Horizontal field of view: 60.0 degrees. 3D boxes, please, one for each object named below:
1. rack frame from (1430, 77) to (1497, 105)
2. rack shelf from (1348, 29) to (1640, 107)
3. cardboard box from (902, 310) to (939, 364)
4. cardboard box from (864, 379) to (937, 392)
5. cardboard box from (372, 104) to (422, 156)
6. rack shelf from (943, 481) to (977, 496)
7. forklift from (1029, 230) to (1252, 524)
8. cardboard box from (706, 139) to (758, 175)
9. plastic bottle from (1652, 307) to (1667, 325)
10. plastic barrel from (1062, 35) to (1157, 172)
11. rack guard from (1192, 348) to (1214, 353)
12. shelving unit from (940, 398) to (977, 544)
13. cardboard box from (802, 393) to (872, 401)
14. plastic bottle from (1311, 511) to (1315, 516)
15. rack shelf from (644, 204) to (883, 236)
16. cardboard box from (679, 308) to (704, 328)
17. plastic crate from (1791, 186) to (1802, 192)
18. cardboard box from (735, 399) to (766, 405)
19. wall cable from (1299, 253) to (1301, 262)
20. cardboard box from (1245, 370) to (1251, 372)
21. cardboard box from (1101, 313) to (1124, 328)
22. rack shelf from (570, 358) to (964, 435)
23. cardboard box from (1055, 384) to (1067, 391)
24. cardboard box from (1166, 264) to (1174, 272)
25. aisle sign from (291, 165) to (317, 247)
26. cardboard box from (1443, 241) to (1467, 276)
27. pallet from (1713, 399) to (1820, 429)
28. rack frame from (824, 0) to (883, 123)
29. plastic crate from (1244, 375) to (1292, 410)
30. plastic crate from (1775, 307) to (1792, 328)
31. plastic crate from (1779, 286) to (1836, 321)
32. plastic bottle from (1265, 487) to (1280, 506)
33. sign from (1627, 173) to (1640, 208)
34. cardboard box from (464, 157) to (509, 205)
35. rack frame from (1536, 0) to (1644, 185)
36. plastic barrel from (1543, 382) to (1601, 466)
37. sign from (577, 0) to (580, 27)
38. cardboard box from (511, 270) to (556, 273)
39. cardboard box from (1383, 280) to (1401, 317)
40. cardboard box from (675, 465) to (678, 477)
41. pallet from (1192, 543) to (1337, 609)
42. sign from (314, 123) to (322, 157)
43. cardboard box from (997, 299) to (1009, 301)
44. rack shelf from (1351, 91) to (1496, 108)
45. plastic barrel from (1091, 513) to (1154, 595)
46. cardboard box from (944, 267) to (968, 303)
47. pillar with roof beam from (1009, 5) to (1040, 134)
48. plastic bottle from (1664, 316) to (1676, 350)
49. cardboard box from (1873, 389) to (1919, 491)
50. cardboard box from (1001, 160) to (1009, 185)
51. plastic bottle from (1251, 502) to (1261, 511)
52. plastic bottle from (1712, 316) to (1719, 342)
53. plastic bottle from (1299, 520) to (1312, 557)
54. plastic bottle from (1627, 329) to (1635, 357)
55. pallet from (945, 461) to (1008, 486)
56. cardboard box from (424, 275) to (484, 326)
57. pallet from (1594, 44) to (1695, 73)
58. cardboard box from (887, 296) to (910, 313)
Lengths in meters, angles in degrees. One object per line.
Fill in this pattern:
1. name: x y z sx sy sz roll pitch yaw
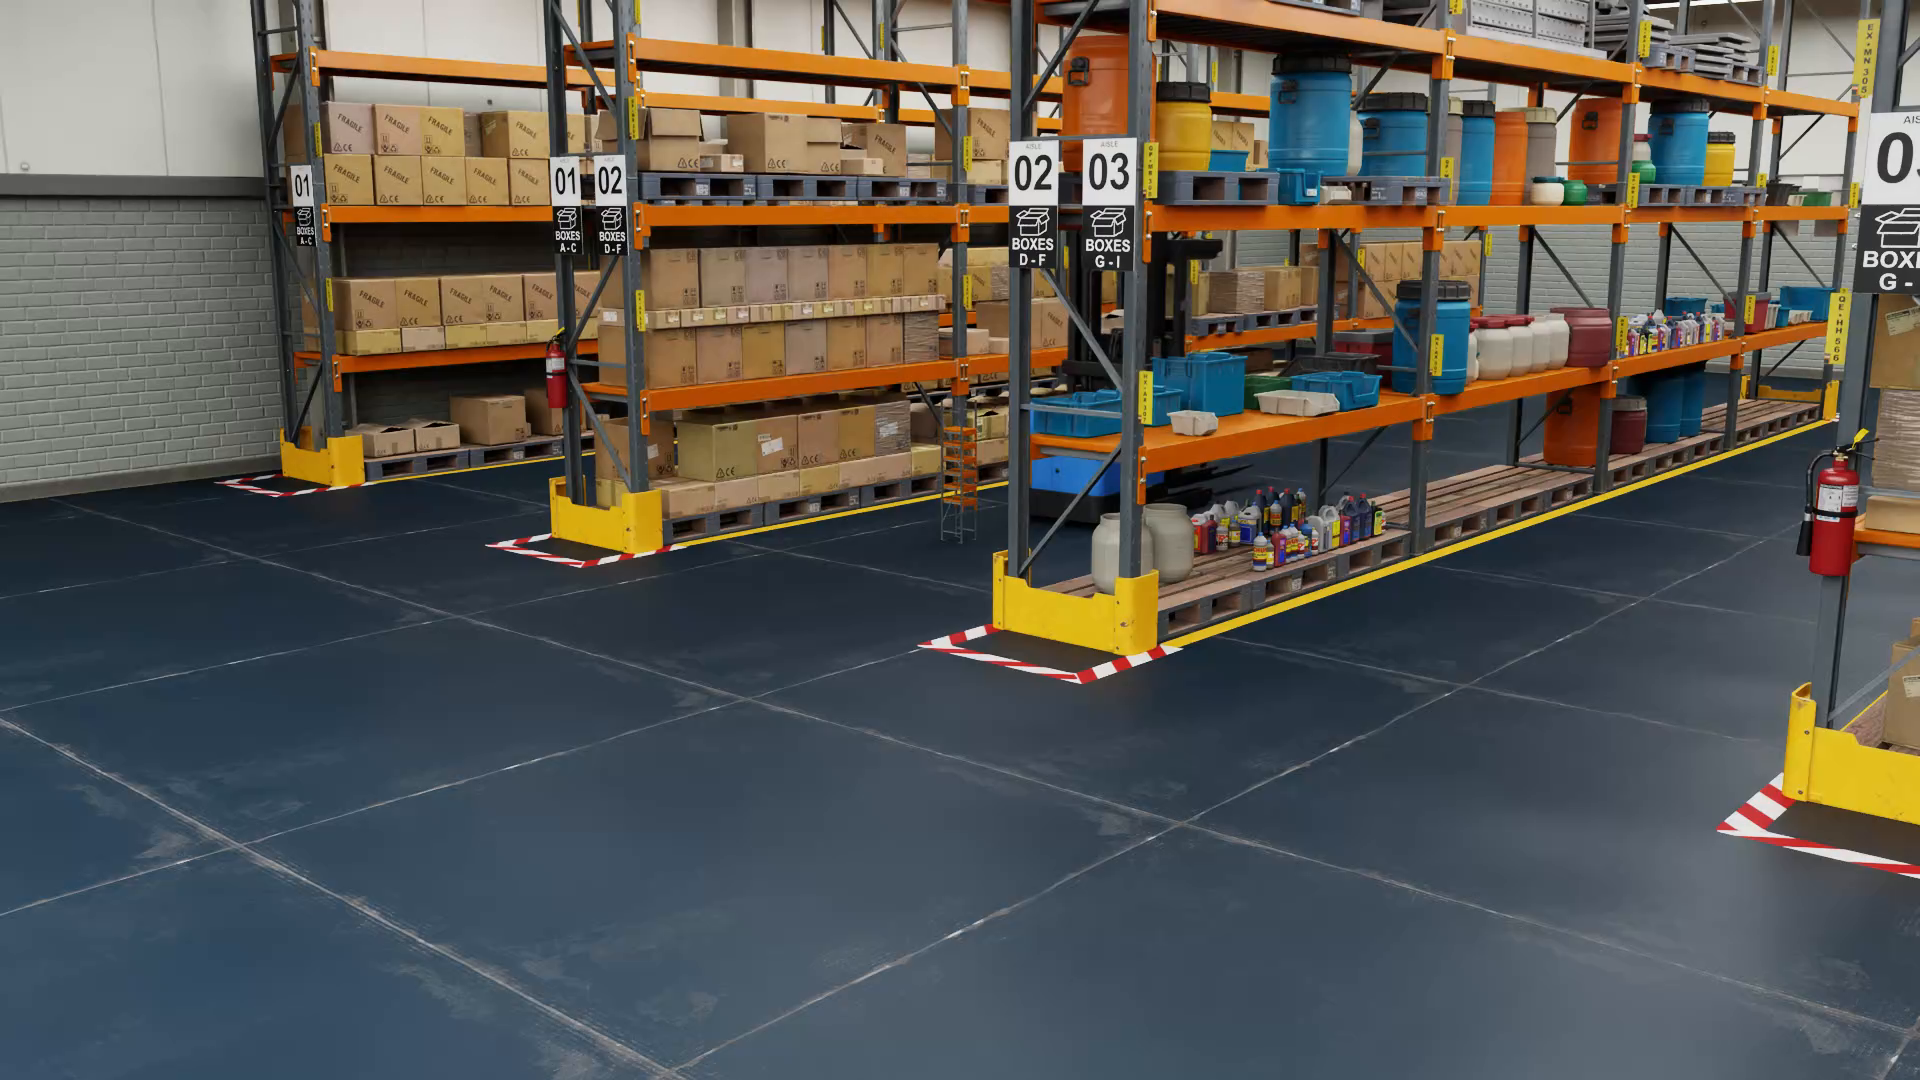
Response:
1. rack frame: 7.577 -6.752 25.042 1.000 3.000 0.127 10 15 40
2. rack shelf: 4.694 -4.091 14.576 1.077 0.370 4.000 10 15 40
3. cardboard box: -0.633 -2.028 16.450 0.700 0.500 0.500 9 15 39
4. cardboard box: -0.844 -2.516 23.567 0.750 0.750 0.750 10 15 40
5. cardboard box: -5.903 -4.209 17.108 0.500 0.500 0.500 10 15 40
6. rack shelf: -0.010 -0.425 14.115 0.258 0.103 0.180 10 15 40
7. forklift: 1.764 -1.797 15.724 1.130 2.935 3.031 9 14 38
8. cardboard box: -2.056 -3.443 14.933 0.500 0.311 0.500 -10 15 -41
9. plastic bottle: 8.152 -2.541 19.400 0.144 0.351 0.185 10 15 40
10. plastic barrel: 0.959 -2.791 10.698 0.600 0.830 0.708 10 15 40
11. rack guard: 3.869 -3.228 29.096 1.175 0.500 0.348 10 15 40
12. shelving unit: -0.010 -0.586 14.083 0.258 1.200 0.189 10 15 40
13. cardboard box: -1.210 -1.168 16.433 0.500 0.500 0.500 10 15 40
14. plastic bottle: 2.731 -0.089 12.811 0.061 0.283 0.133 10 15 40
15. rack shelf: -2.748 -4.097 21.244 1.077 0.370 4.000 10 15 40
16. cardboard box: -2.392 -1.892 14.116 0.380 0.149 0.250 9 15 39
17. plastic crate: 10.831 -4.556 22.036 0.497 0.269 0.590 10 15 40
18. cardboard box: -2.924 -1.937 21.512 0.700 0.500 0.500 10 15 41
19. wall cable: 7.855 -6.655 32.485 3.097 2.526 0.112 10 15 40
20. cardboard box: 3.420 -1.945 21.551 0.500 0.500 0.500 9 14 38
21. cardboard box: 1.560 -2.483 19.212 0.500 0.311 0.500 10 15 40
22. rack shelf: -1.665 -1.398 15.388 1.077 0.370 4.000 10 15 40
23. cardboard box: 1.389 -1.648 19.322 0.500 0.311 0.500 9 15 39
24. cardboard box: 3.052 -4.412 27.879 0.980 0.700 0.700 10 15 40
25. aisle sign: -6.531 -3.322 16.546 0.394 0.787 0.004 10 15 40
26. cardboard box: 7.157 -4.174 24.644 0.500 0.500 0.500 10 15 42
27. pallet: 10.721 -1.686 22.111 1.003 0.211 1.213 10 15 40
28. rack frame: -1.428 -6.215 22.353 1.000 3.000 0.127 10 15 40
29. plastic crate: 2.266 -1.137 12.785 0.450 0.188 0.662 10 15 40
30. plastic crate: 10.132 -2.781 20.752 0.416 0.233 0.300 10 15 40
31. plastic crate: 11.214 -3.143 22.044 0.616 0.435 0.499 10 15 40
32. plastic bottle: 2.529 -0.255 13.472 0.144 0.351 0.185 10 15 42
33. sign: 6.432 -3.342 15.893 0.100 0.325 0.005 10 15 40
34. cardboard box: -5.241 -3.876 17.993 0.500 0.500 0.500 11 16 44
35. rack frame: 6.014 -4.934 15.940 1.000 3.000 0.127 10 15 40
36. plastic barrel: 6.324 -1.208 17.070 0.600 0.830 0.708 10 15 40
37. sign: -4.489 -6.233 19.655 0.100 0.325 0.005 10 15 40
38. cardboard box: -4.880 -2.871 19.344 0.500 0.500 0.500 10 15 40
39. cardboard box: 5.813 -3.386 23.252 0.500 0.500 0.500 10 15 41
40. cardboard box: -2.532 -0.506 15.034 0.500 0.250 0.500 10 15 40
41. pallet: 2.094 0.237 12.484 1.003 0.211 1.213 10 15 40
42. sign: -6.301 -3.926 16.317 0.100 0.325 0.005 10 15 40
43. cardboard box: 0.507 -3.516 24.745 0.380 0.149 0.250 10 15 40
44. rack shelf: 6.256 -6.104 23.640 1.077 0.370 4.000 10 15 40
45. plastic barrel: 1.110 0.092 11.371 0.421 0.512 0.421 0 11 0
46. cardboard box: -0.234 -3.665 23.837 0.500 0.500 0.500 10 15 40
47. pillar with roof beam: 4.259 -6.462 23.588 9.100 9.000 0.400 10 15 40
48. plastic bottle: 7.566 -2.217 17.779 0.144 0.351 0.185 10 15 40
49. cardboard box: 4.837 -0.447 7.777 0.875 0.500 0.500 10 15 40
50. cardboard box: 0.430 -3.819 17.324 0.500 0.250 0.500 8 14 35
51. plastic bottle: 2.336 -0.162 13.208 0.097 0.271 0.097 0 11 0
52. plastic bottle: 8.519 -2.384 18.786 0.061 0.283 0.133 10 15 40
53. plastic bottle: 2.590 -0.015 12.468 0.097 0.271 0.097 0 11 0
54. plastic bottle: 6.794 -1.999 16.861 0.061 0.283 0.133 10 15 40
55. pallet: 0.112 -0.791 17.631 1.003 0.211 1.213 10 15 40
56. cardboard box: -5.488 -2.578 17.878 0.500 0.500 0.500 9 14 39
57. pallet: 6.513 -4.748 16.509 1.213 0.211 1.003 10 15 40
58. cardboard box: -0.699 -2.269 16.003 0.380 0.149 0.250 9 15 39
